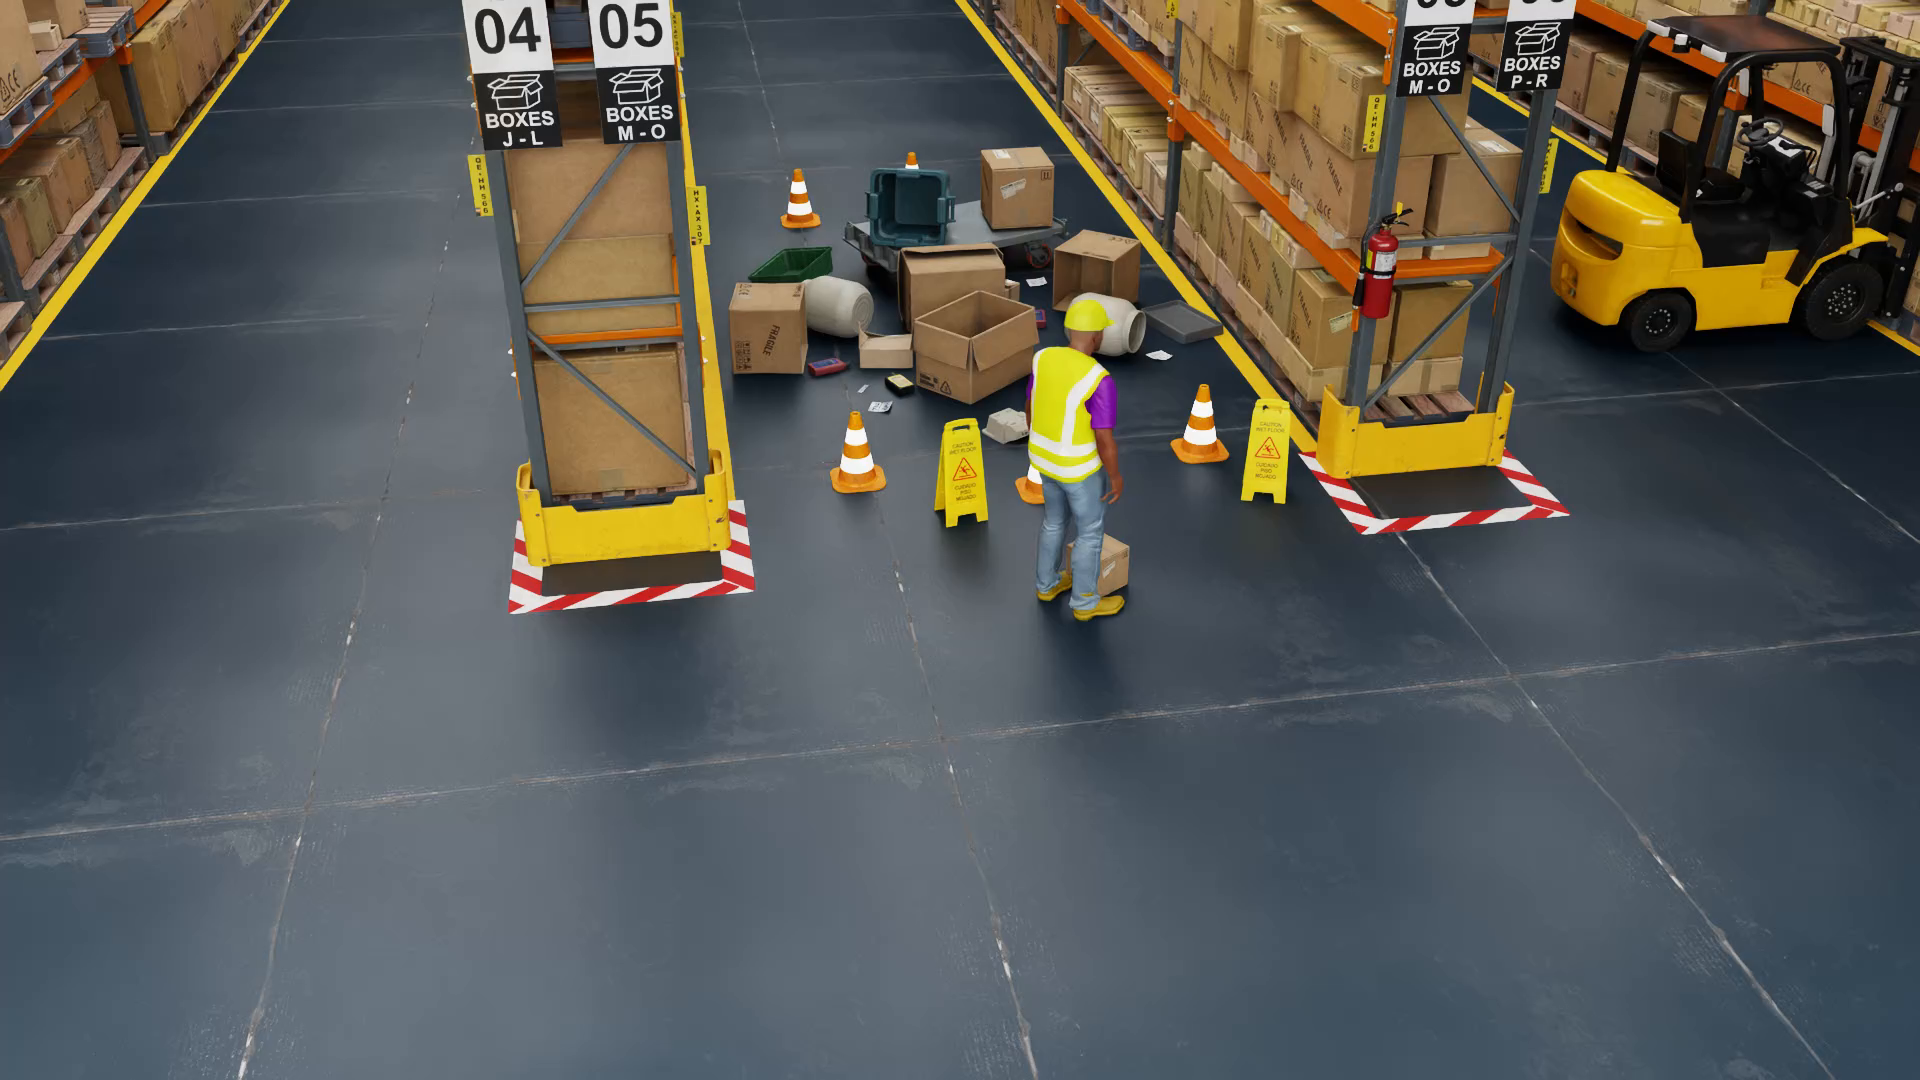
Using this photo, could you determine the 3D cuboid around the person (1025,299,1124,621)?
[{"bbox_3d":[0.614,-0.430,8.849,0.462,1.760,0.635,-24,38,-35],"label":"person"}]
